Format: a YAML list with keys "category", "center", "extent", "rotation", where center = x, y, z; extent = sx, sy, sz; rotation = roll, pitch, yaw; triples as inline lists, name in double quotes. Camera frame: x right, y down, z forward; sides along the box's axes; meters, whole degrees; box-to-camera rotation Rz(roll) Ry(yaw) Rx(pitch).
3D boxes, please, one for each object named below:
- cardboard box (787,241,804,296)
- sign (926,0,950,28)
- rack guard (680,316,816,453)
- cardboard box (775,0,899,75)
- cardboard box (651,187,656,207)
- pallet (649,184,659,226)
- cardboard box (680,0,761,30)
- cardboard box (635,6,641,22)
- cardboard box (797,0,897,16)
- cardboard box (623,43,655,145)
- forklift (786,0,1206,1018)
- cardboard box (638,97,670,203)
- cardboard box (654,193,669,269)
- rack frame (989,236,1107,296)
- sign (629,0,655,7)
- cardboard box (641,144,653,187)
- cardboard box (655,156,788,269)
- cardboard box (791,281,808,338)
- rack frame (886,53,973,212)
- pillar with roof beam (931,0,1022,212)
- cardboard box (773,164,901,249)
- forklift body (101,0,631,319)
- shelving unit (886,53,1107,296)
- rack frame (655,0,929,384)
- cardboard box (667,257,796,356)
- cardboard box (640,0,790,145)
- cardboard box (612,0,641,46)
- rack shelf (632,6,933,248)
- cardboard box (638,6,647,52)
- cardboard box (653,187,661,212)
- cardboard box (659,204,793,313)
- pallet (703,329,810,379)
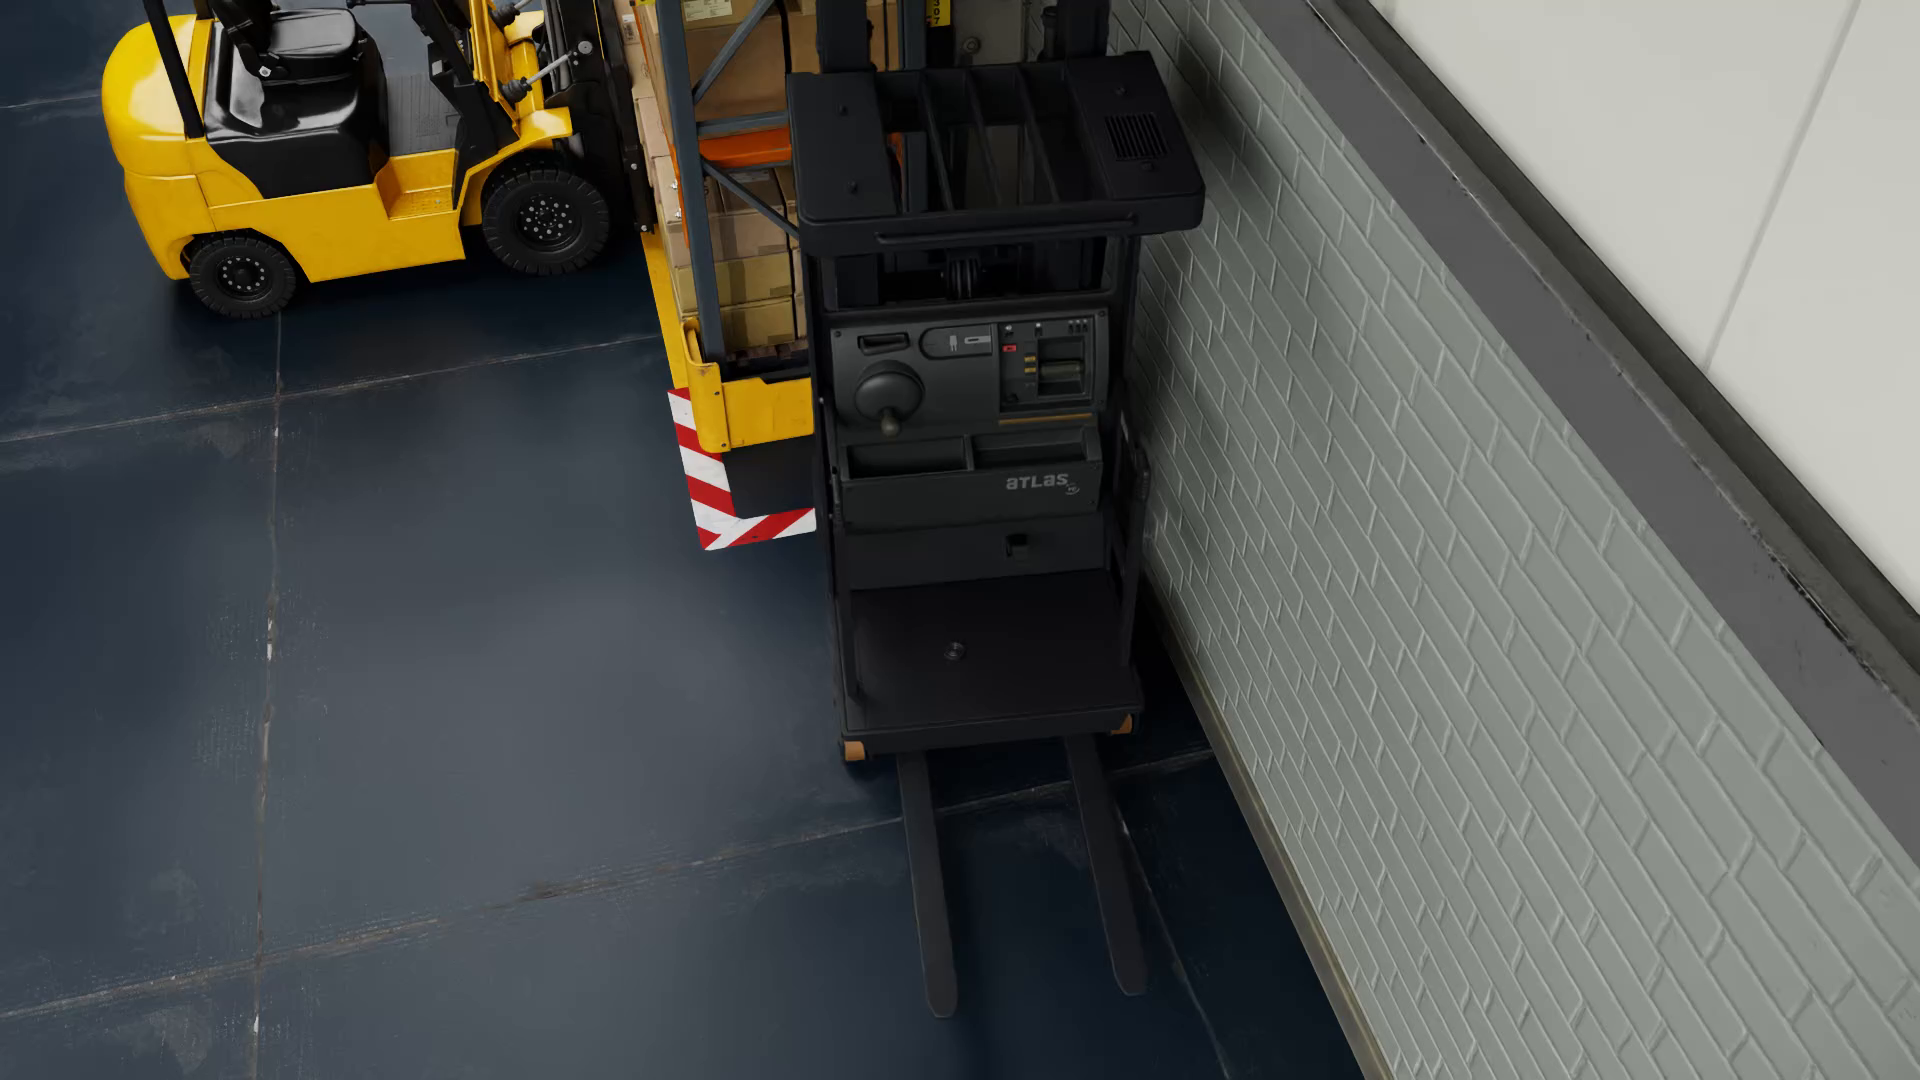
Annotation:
- category: "cardboard box"
  center: [-0.545, -1.389, 7.543]
  extent: [0.500, 0.250, 0.500]
  rotation: [-10, 46, -10]
- category: "sign"
  center: [-0.087, -2.095, 6.292]
  extent: [0.100, 0.325, 0.005]
  rotation: [-11, 47, -10]
- category: "rack guard"
  center: [-0.619, -0.775, 7.411]
  extent: [1.175, 0.500, 0.348]
  rotation: [-11, 47, -10]
- category: "cardboard box"
  center: [-0.484, -2.095, 6.883]
  extent: [0.500, 0.500, 0.500]
  rotation: [-9, 46, -9]
- category: "cardboard box"
  center: [-1.289, -1.810, 8.306]
  extent: [0.500, 0.250, 0.500]
  rotation: [-10, 46, -10]
- category: "pallet"
  center: [-1.170, -2.052, 8.864]
  extent: [1.003, 0.211, 1.213]
  rotation: [-11, 47, -10]
- category: "cardboard box"
  center: [-0.985, -2.117, 6.451]
  extent: [0.380, 0.149, 0.250]
  rotation: [-10, 46, -10]
- category: "cardboard box"
  center: [-1.261, -2.707, 7.484]
  extent: [0.500, 0.500, 0.500]
  rotation: [-12, 47, -11]
- category: "cardboard box"
  center: [-0.461, -2.210, 6.543]
  extent: [0.380, 0.149, 0.250]
  rotation: [-12, 47, -11]
- category: "cardboard box"
  center: [-1.320, -2.160, 7.949]
  extent: [0.500, 0.250, 0.500]
  rotation: [-10, 46, -10]
- category: "forklift"
  center: [0.067, -0.474, 5.413]
  extent: [1.130, 2.935, 3.031]
  rotation: [-5, 46, -5]
- category: "cardboard box"
  center: [-1.181, -1.814, 7.609]
  extent: [0.500, 0.250, 0.500]
  rotation: [-10, 46, -10]
- category: "cardboard box"
  center: [-1.169, -1.463, 7.966]
  extent: [0.500, 0.250, 0.500]
  rotation: [-11, 47, -10]
- category: "rack frame"
  center: [0.313, -0.715, 6.647]
  extent: [0.500, 1.500, 0.032]
  rotation: [-22, 53, -22]
- category: "sign"
  center: [-1.153, -2.065, 5.948]
  extent: [0.100, 0.325, 0.005]
  rotation: [-11, 47, -10]
- category: "cardboard box"
  center: [-1.323, -2.006, 8.148]
  extent: [0.500, 0.250, 0.500]
  rotation: [-12, 47, -11]
- category: "cardboard box"
  center: [-1.045, -1.462, 7.265]
  extent: [0.500, 0.250, 0.500]
  rotation: [-9, 46, -9]
- category: "cardboard box"
  center: [-0.562, -1.226, 7.733]
  extent: [0.500, 0.250, 0.500]
  rotation: [-11, 47, -10]
- category: "rack frame"
  center: [-0.204, -1.381, 7.214]
  extent: [0.500, 1.500, 0.032]
  rotation: [-22, 53, -22]
- category: "pillar with roof beam"
  center: [-4.094, -3.625, 4.253]
  extent: [9.100, 9.000, 0.400]
  rotation: [-11, 47, -10]
- category: "cardboard box"
  center: [-0.565, -1.568, 7.368]
  extent: [0.500, 0.250, 0.500]
  rotation: [-11, 47, -11]
- category: "forklift body"
  center: [-2.874, -2.345, 7.793]
  extent: [2.313, 2.155, 1.214]
  rotation: [-11, 47, -10]
- category: "shelving unit"
  center: [0.050, -1.054, 6.936]
  extent: [0.587, 1.500, 1.083]
  rotation: [-22, 53, -22]
- category: "rack frame"
  center: [-0.625, -1.667, 6.534]
  extent: [1.000, 3.000, 0.127]
  rotation: [-11, 47, -10]
- category: "cardboard box"
  center: [-1.051, -1.118, 7.627]
  extent: [0.500, 0.250, 0.500]
  rotation: [-10, 46, -10]
- category: "cardboard box"
  center: [-1.005, -1.994, 6.784]
  extent: [0.500, 0.500, 0.500]
  rotation: [-12, 47, -11]
- category: "cardboard box"
  center: [-1.442, -2.512, 8.293]
  extent: [0.500, 0.250, 0.500]
  rotation: [-12, 47, -11]
- category: "rack shelf"
  center: [-1.137, -2.796, 8.144]
  extent: [1.077, 0.370, 4.000]
  rotation: [-11, 47, -10]
- category: "cardboard box"
  center: [-1.129, -2.353, 7.137]
  extent: [0.500, 0.500, 0.500]
  rotation: [-9, 46, -9]
- category: "cardboard box"
  center: [-1.170, -1.654, 7.802]
  extent: [0.500, 0.250, 0.500]
  rotation: [-11, 47, -11]
- category: "cardboard box"
  center: [-1.052, -1.305, 7.461]
  extent: [0.500, 0.250, 0.500]
  rotation: [-11, 47, -11]
- category: "pallet"
  center: [-0.862, -1.211, 8.040]
  extent: [1.003, 0.211, 1.213]
  rotation: [-11, 47, -10]
